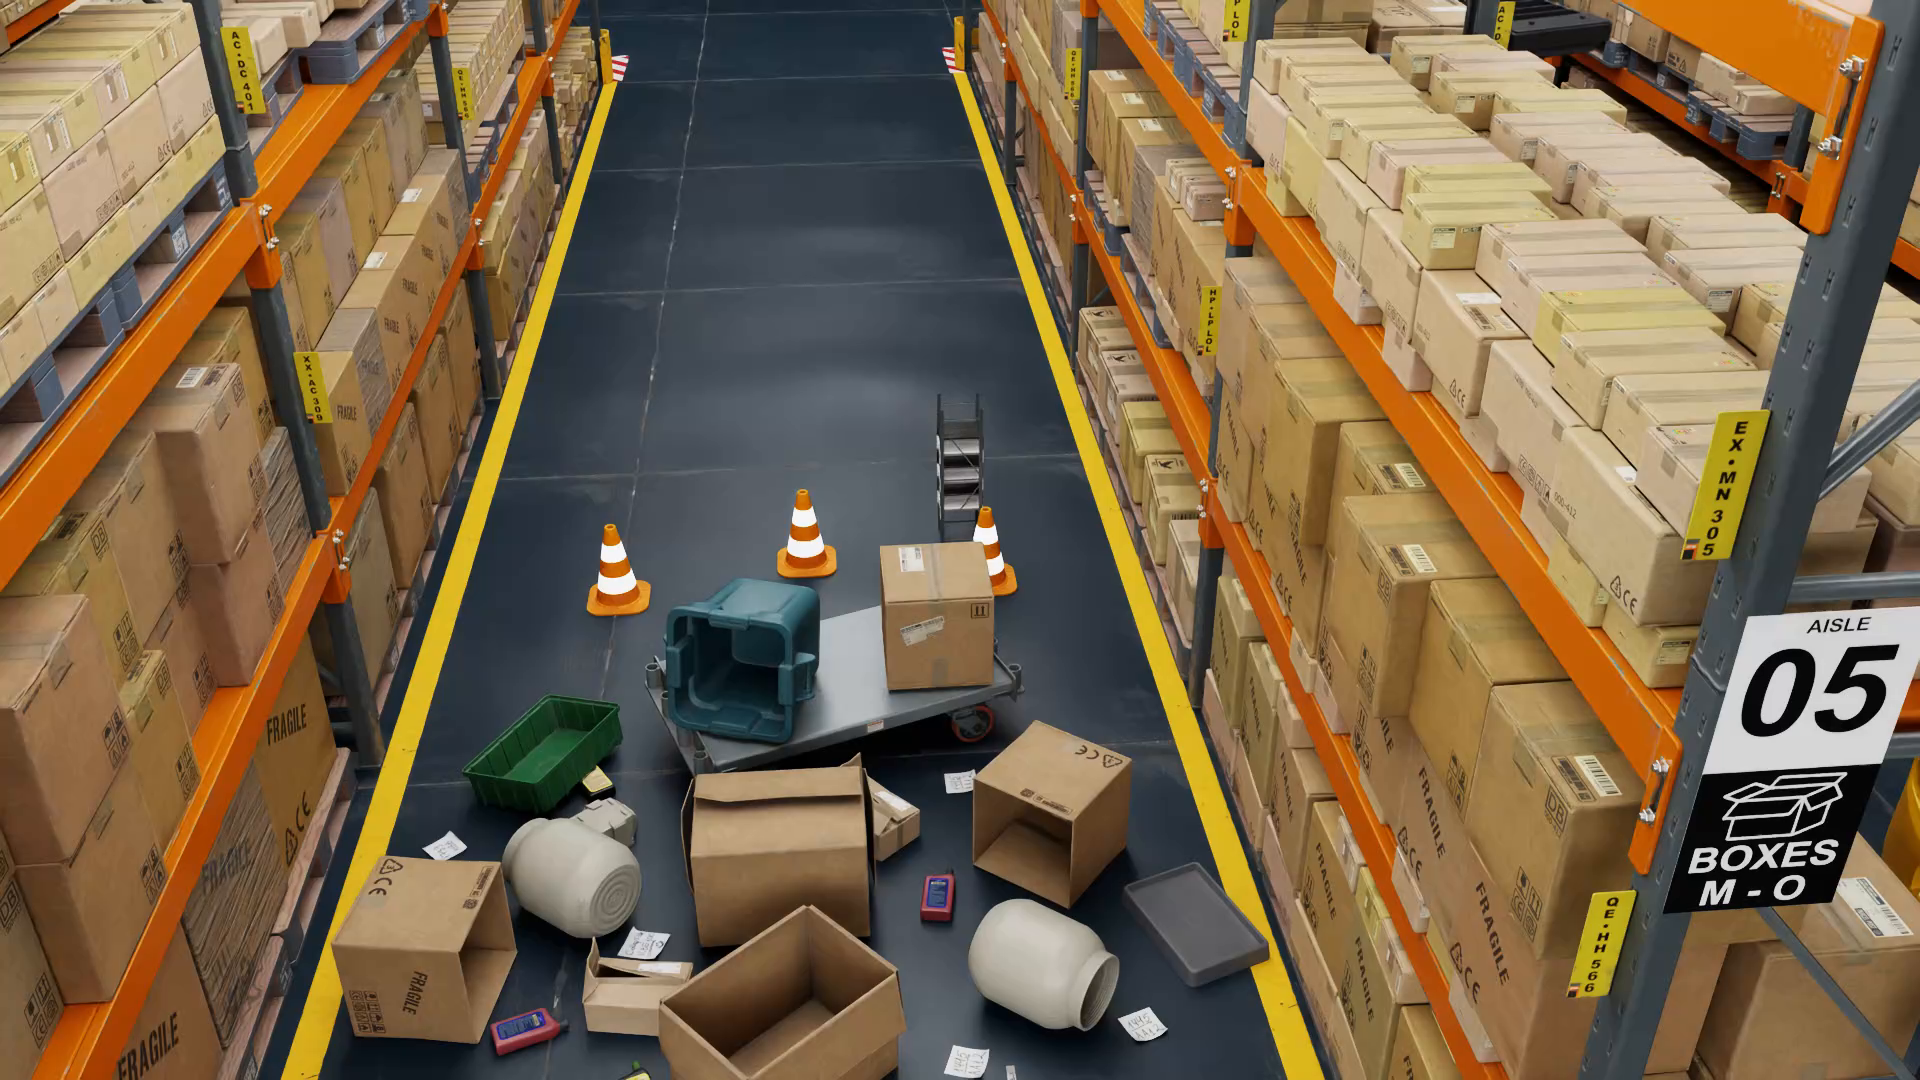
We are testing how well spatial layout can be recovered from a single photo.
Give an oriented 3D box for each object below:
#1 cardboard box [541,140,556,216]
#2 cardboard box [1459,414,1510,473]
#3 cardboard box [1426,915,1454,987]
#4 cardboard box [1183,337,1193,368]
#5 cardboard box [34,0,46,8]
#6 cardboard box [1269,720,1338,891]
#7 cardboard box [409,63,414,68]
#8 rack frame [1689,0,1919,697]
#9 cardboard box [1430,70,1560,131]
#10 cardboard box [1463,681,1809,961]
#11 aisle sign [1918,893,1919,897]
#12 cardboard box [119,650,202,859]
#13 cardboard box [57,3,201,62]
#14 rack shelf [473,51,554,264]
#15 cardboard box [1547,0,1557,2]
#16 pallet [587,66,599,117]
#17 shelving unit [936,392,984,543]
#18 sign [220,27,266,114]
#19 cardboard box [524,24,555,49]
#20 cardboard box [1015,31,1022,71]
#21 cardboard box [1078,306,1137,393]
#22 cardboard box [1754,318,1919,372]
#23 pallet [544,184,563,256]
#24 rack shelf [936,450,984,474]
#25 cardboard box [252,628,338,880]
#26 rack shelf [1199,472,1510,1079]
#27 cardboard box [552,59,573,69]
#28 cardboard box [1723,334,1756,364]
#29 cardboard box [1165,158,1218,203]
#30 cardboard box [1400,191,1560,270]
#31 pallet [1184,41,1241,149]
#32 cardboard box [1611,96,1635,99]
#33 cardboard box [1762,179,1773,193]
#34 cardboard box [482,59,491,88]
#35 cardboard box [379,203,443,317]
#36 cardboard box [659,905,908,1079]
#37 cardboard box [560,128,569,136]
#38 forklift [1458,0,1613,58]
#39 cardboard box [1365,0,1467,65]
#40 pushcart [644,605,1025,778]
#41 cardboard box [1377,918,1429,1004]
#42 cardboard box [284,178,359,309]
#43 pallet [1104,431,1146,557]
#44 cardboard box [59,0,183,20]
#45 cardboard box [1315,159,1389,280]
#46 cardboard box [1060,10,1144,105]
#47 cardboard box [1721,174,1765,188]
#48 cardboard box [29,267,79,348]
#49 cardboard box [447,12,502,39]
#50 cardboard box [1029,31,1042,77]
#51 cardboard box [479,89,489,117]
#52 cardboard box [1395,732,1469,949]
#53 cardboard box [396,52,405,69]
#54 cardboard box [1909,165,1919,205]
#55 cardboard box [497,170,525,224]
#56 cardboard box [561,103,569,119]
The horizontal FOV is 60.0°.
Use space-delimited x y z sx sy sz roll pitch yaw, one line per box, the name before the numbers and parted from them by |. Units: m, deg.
cardboard box | -3.691 -3.030 13.926 0.500 0.500 0.500 -3 31 -6
cardboard box | 1.642 -0.320 4.680 0.380 0.149 0.250 -3 31 -5
cardboard box | 1.644 1.220 5.027 0.380 0.149 0.250 -3 31 -5
cardboard box | 1.325 -0.950 8.252 0.380 0.149 0.250 -4 31 -6
cardboard box | -8.829 -5.091 15.593 0.380 0.149 0.250 -2 31 -4
cardboard box | 1.550 1.037 6.630 0.500 0.500 0.500 -1 31 -2
cardboard box | -4.305 -3.472 12.473 0.380 0.149 0.250 -3 31 -5
rack frame | 2.029 -1.026 2.693 1.000 3.000 0.127 -3 31 -5
cardboard box | 1.938 -1.598 6.042 0.380 0.149 0.250 -2 31 -3
cardboard box | 1.764 0.699 4.293 0.700 0.500 0.500 -3 31 -6
aisle sign | 2.343 0.450 3.537 0.394 0.787 0.004 -3 31 -5
cardboard box | -3.061 0.746 5.430 0.875 0.550 0.500 -3 31 -5
cardboard box | -2.912 -1.778 5.838 0.380 0.149 0.250 -3 31 -5
rack shelf | -3.825 -2.959 12.480 1.077 0.370 4.000 -3 31 -5
cardboard box | 5.559 -5.129 15.268 0.500 0.250 0.500 -2 31 -3
pallet | -4.337 -4.678 17.377 1.003 0.211 1.213 -3 31 -5
shelving unit | -0.001 -0.390 9.527 0.258 0.900 0.210 -3 31 -5
sign | -2.712 -1.775 6.291 0.100 0.325 0.005 -3 31 -5
cardboard box | -3.712 -4.341 14.338 0.380 0.149 0.250 -2 31 -3
cardboard box | 0.736 -4.012 13.688 0.500 0.250 0.500 -3 31 -6
cardboard box | 1.324 -1.298 11.152 0.950 0.372 0.625 -5 31 -8
cardboard box | 2.197 -0.423 4.075 0.380 0.149 0.250 -3 31 -5
pallet | -3.937 -2.694 14.055 1.003 0.211 1.213 -3 31 -5
rack shelf | -0.001 -0.439 9.498 0.258 0.077 0.200 -3 31 -5
cardboard box | -3.275 0.852 7.061 0.875 0.875 0.875 -2 31 -4
rack shelf | 1.842 0.837 6.126 1.077 0.370 4.000 -3 31 -5
cardboard box | -4.011 -4.618 16.347 0.380 0.149 0.250 -4 31 -6
cardboard box | 2.210 -0.329 4.307 0.500 0.250 0.500 -3 31 -5
cardboard box | 1.261 -1.837 8.472 0.380 0.149 0.250 -4 31 -7
cardboard box | 1.526 -0.913 4.896 0.380 0.149 0.250 -2 31 -3
pallet | 1.703 -2.020 7.466 1.213 0.211 1.003 -3 31 -5
cardboard box | 5.721 -3.869 14.699 0.380 0.149 0.250 -4 31 -6
cardboard box | 6.383 -2.702 12.744 0.380 0.149 0.250 -2 31 -4
cardboard box | -3.605 -3.360 11.997 0.380 0.149 0.250 -3 31 -5
cardboard box | -3.236 -1.562 9.343 0.500 0.500 0.500 -3 31 -5
cardboard box | -0.656 1.845 6.170 0.637 0.503 0.797 27 40 37
cardboard box | -3.825 -3.707 15.402 0.380 0.149 0.250 -3 31 -5
forklift | 3.398 -2.463 11.016 3.031 2.935 1.130 -12 33 -19
cardboard box | 2.000 -2.214 7.344 0.500 0.250 0.500 -4 31 -6
pushcart | -0.610 0.768 8.098 1.648 0.377 0.936 -14 33 -22
cardboard box | 1.593 1.368 5.443 0.380 0.149 0.250 -2 31 -3
cardboard box | -3.413 -1.450 8.181 0.700 0.500 0.500 -3 31 -4
pallet | 1.464 -0.318 10.076 1.003 0.211 1.213 -3 31 -5
cardboard box | -3.598 -2.271 7.341 0.500 0.250 0.500 -3 31 -5
cardboard box | 1.515 -1.087 5.576 0.500 0.250 0.500 -2 31 -4
cardboard box | 0.972 -3.259 11.209 0.500 0.500 0.500 -4 31 -6
cardboard box | 5.887 -2.675 12.699 0.380 0.149 0.250 -4 31 -6
cardboard box | -2.768 -0.658 4.739 0.380 0.149 0.250 -3 31 -5
cardboard box | -3.687 -3.892 12.597 0.380 0.149 0.250 -4 31 -6
cardboard box | 0.814 -3.708 12.691 0.500 0.250 0.500 -4 31 -6
cardboard box | -3.583 -3.105 11.860 0.380 0.149 0.250 -2 31 -3
cardboard box | 1.661 0.859 5.000 0.500 0.500 0.500 -3 31 -4
cardboard box | -4.284 -3.467 12.176 0.380 0.149 0.250 -3 31 -6
cardboard box | 6.098 -2.163 10.106 0.500 0.250 0.500 -4 31 -6
cardboard box | -3.542 -2.551 12.394 0.500 0.250 0.500 -3 31 -4
cardboard box | -3.923 -4.100 15.770 0.380 0.149 0.250 -1 31 -2
